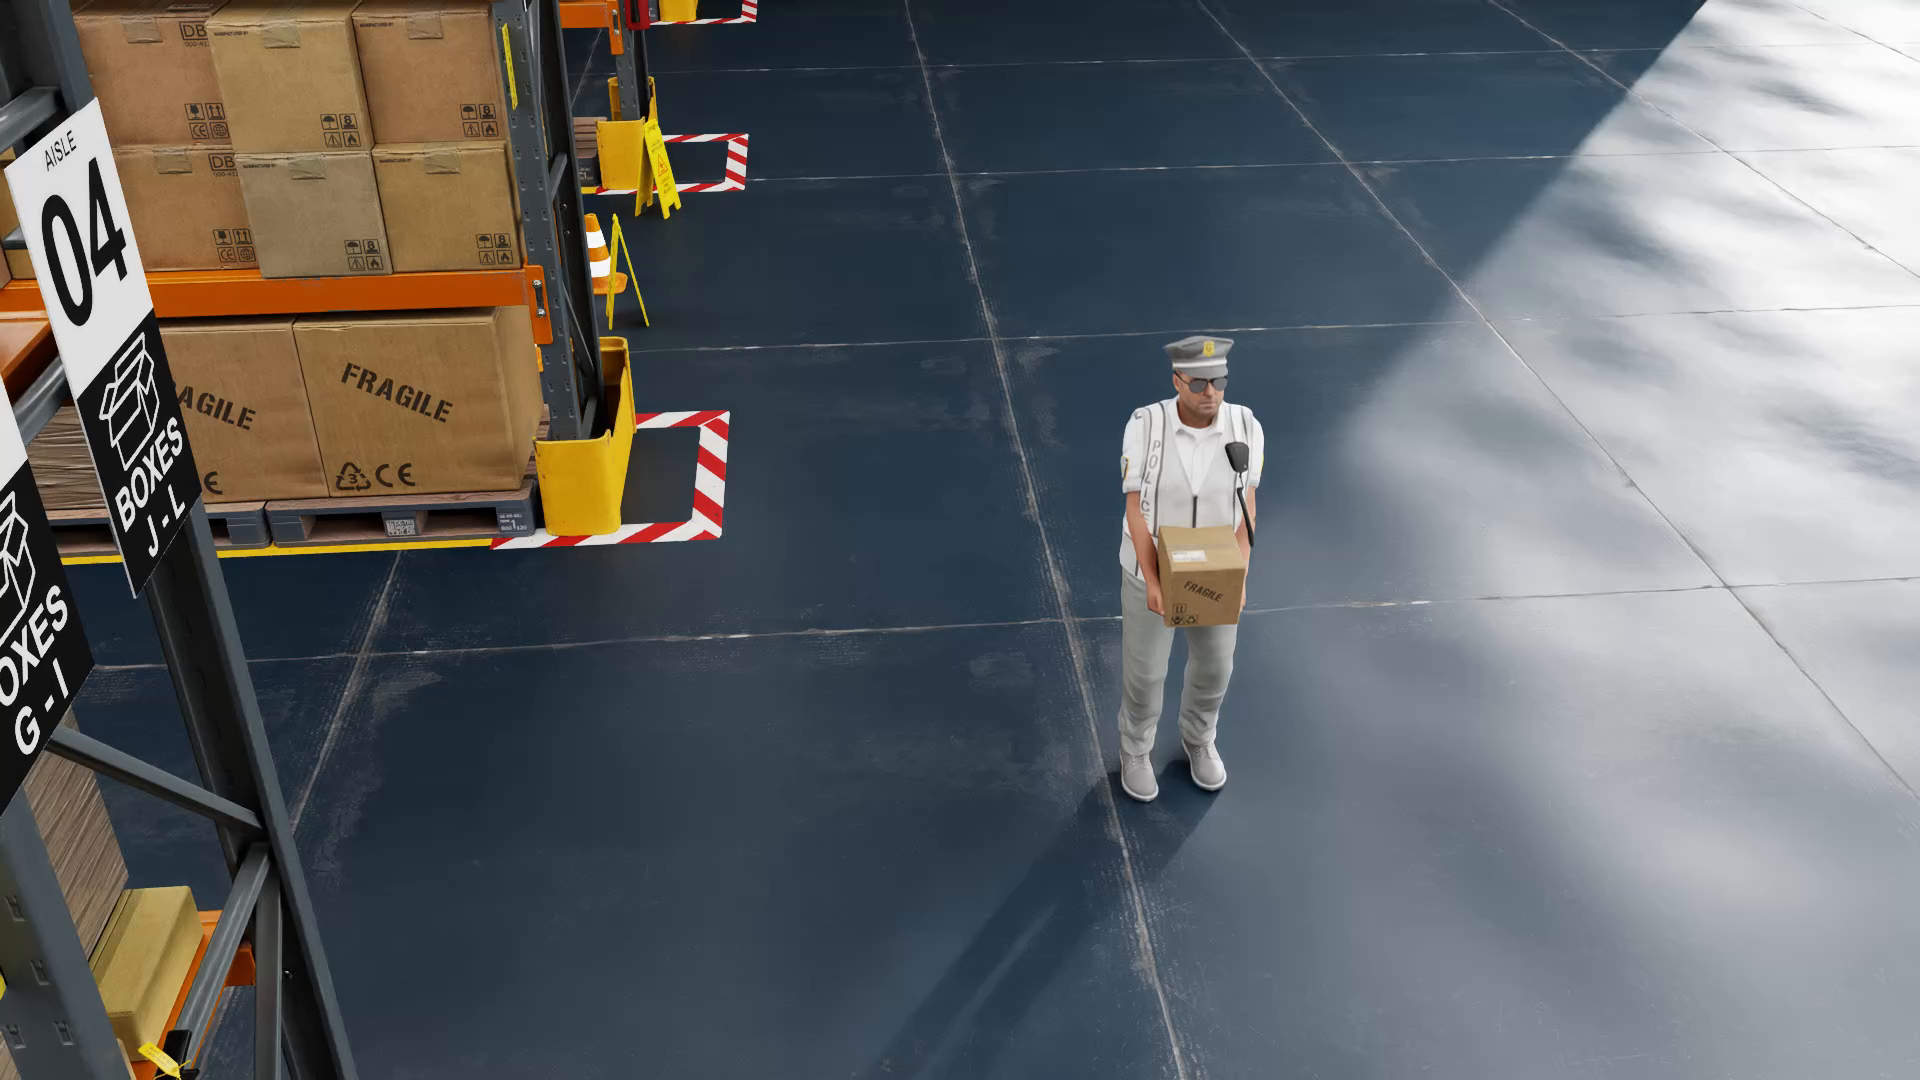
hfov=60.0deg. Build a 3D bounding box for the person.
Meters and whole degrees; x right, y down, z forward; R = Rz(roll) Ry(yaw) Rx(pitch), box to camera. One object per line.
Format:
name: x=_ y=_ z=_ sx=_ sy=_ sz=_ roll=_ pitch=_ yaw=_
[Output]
person: x=0.813 y=0.133 z=5.892 sx=0.494 sy=1.761 sz=0.565 roll=-2 pitch=31 yaw=-4
